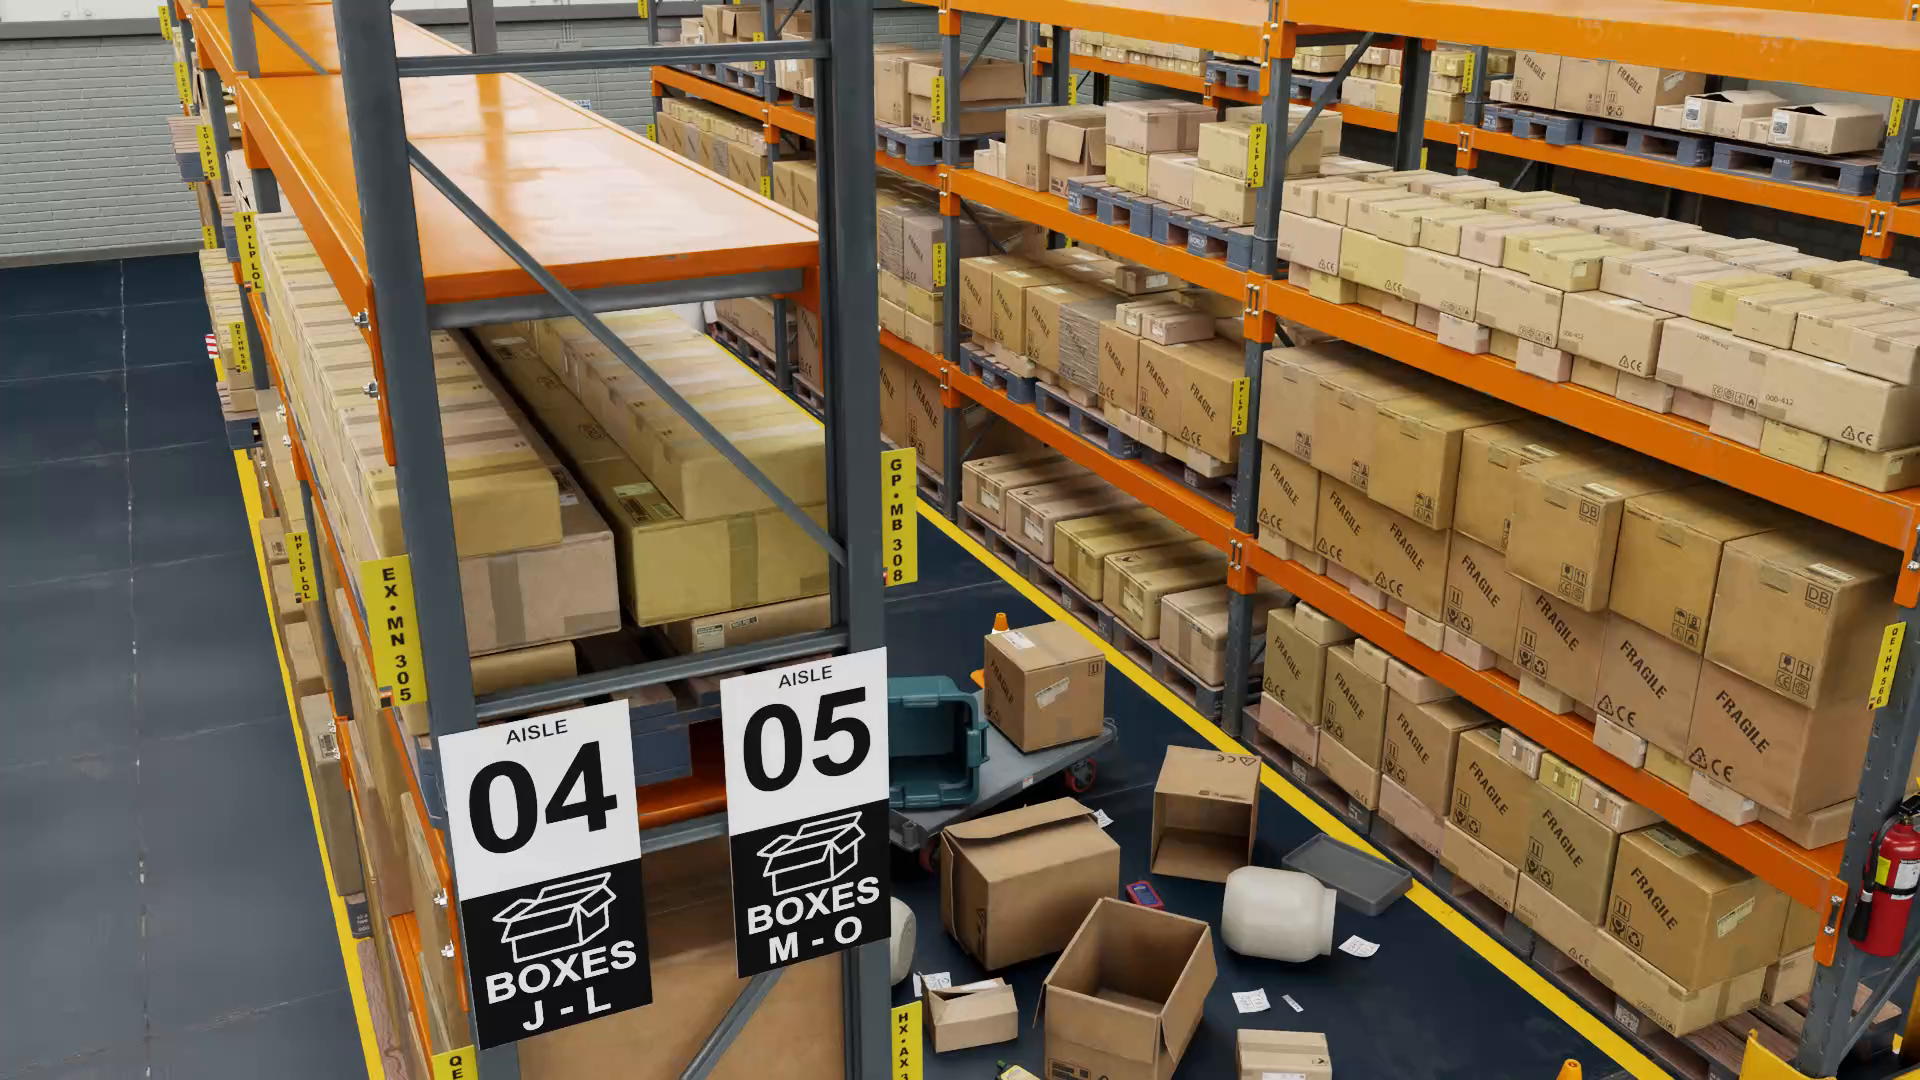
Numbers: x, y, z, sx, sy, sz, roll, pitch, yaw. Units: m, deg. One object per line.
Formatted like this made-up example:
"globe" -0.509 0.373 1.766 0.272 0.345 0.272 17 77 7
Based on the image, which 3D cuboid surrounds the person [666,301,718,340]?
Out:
"person" -2.683 -2.128 15.928 0.621 1.730 1.088 -10 24 -24
